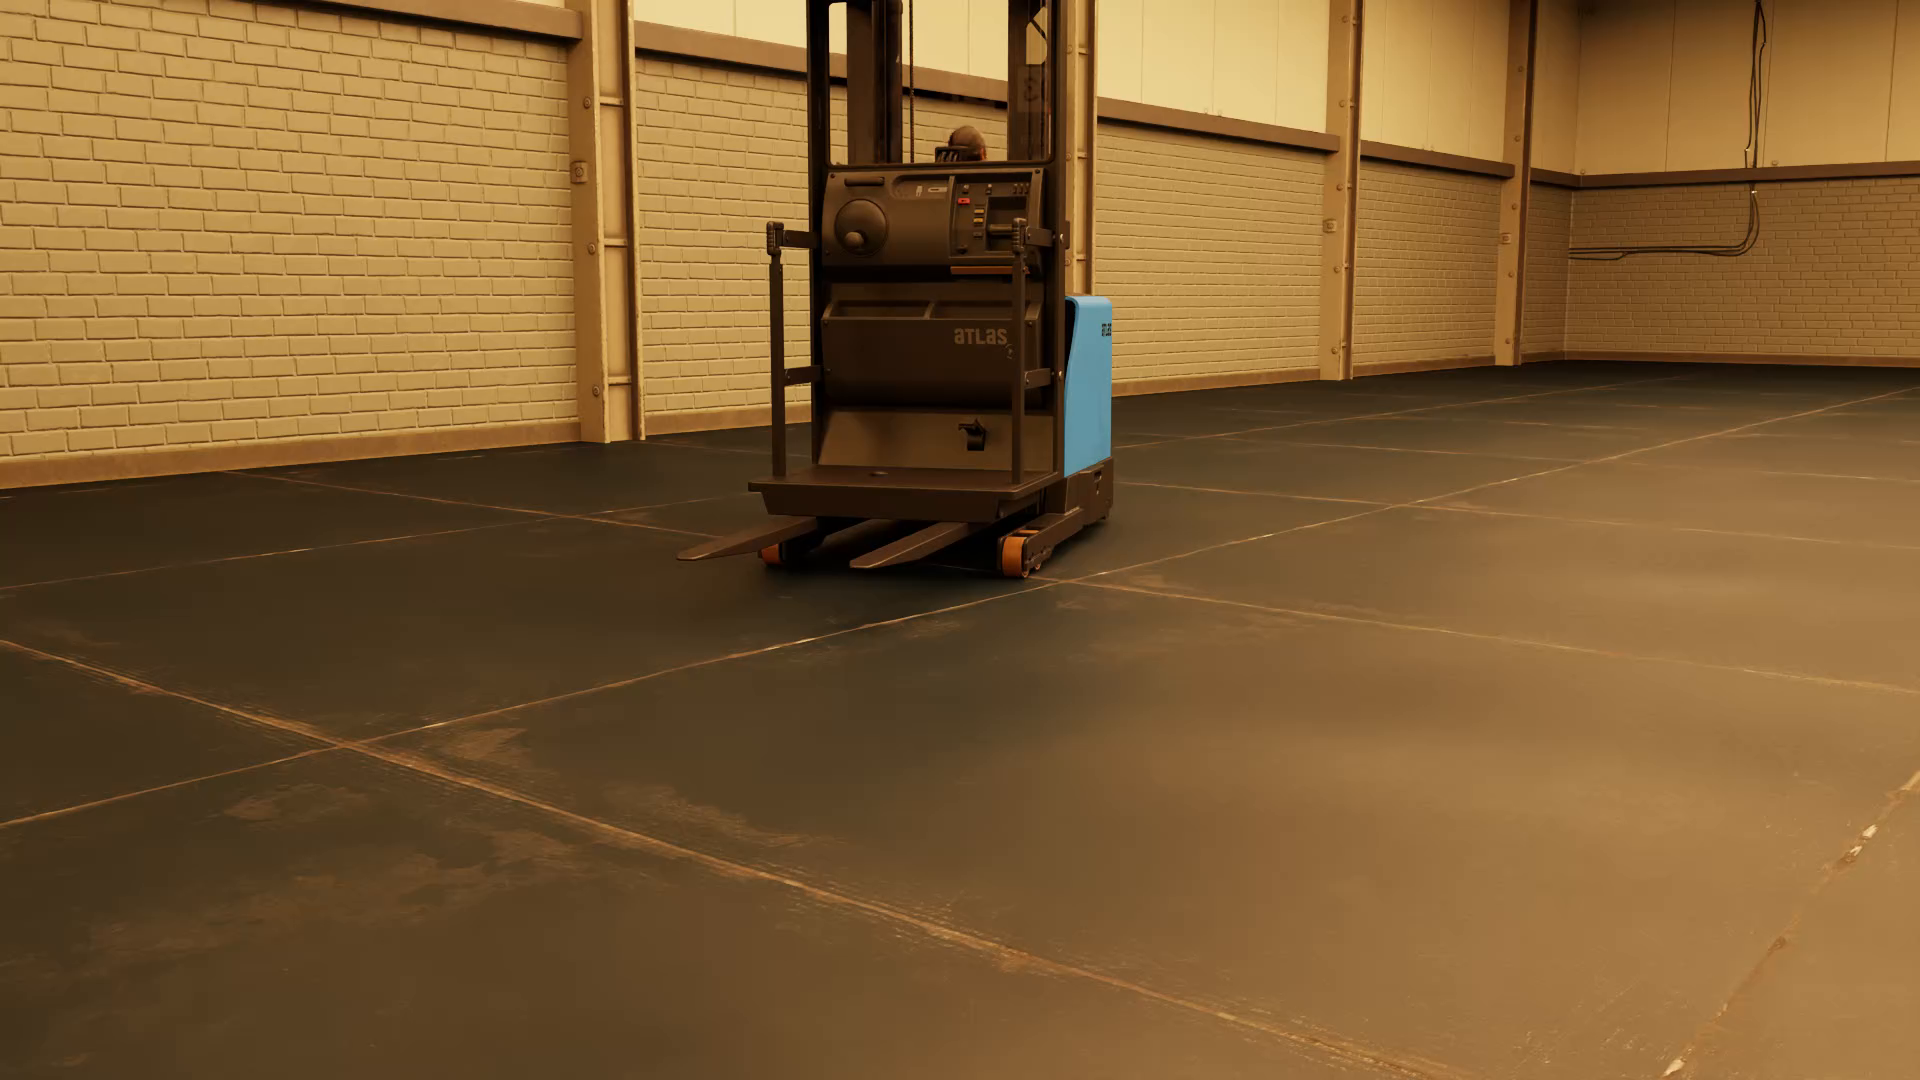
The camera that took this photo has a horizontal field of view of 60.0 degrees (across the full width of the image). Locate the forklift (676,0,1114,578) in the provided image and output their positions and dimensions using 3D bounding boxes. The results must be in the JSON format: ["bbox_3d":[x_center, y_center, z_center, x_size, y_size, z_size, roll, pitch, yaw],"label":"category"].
[{"bbox_3d":[-0.176,-1.366,6.616,1.130,2.935,3.031,3,9,17],"label":"forklift"}]

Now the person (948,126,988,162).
[{"bbox_3d":[0.017,-0.970,7.284,0.549,1.635,0.370,6,10,36],"label":"person"}]
